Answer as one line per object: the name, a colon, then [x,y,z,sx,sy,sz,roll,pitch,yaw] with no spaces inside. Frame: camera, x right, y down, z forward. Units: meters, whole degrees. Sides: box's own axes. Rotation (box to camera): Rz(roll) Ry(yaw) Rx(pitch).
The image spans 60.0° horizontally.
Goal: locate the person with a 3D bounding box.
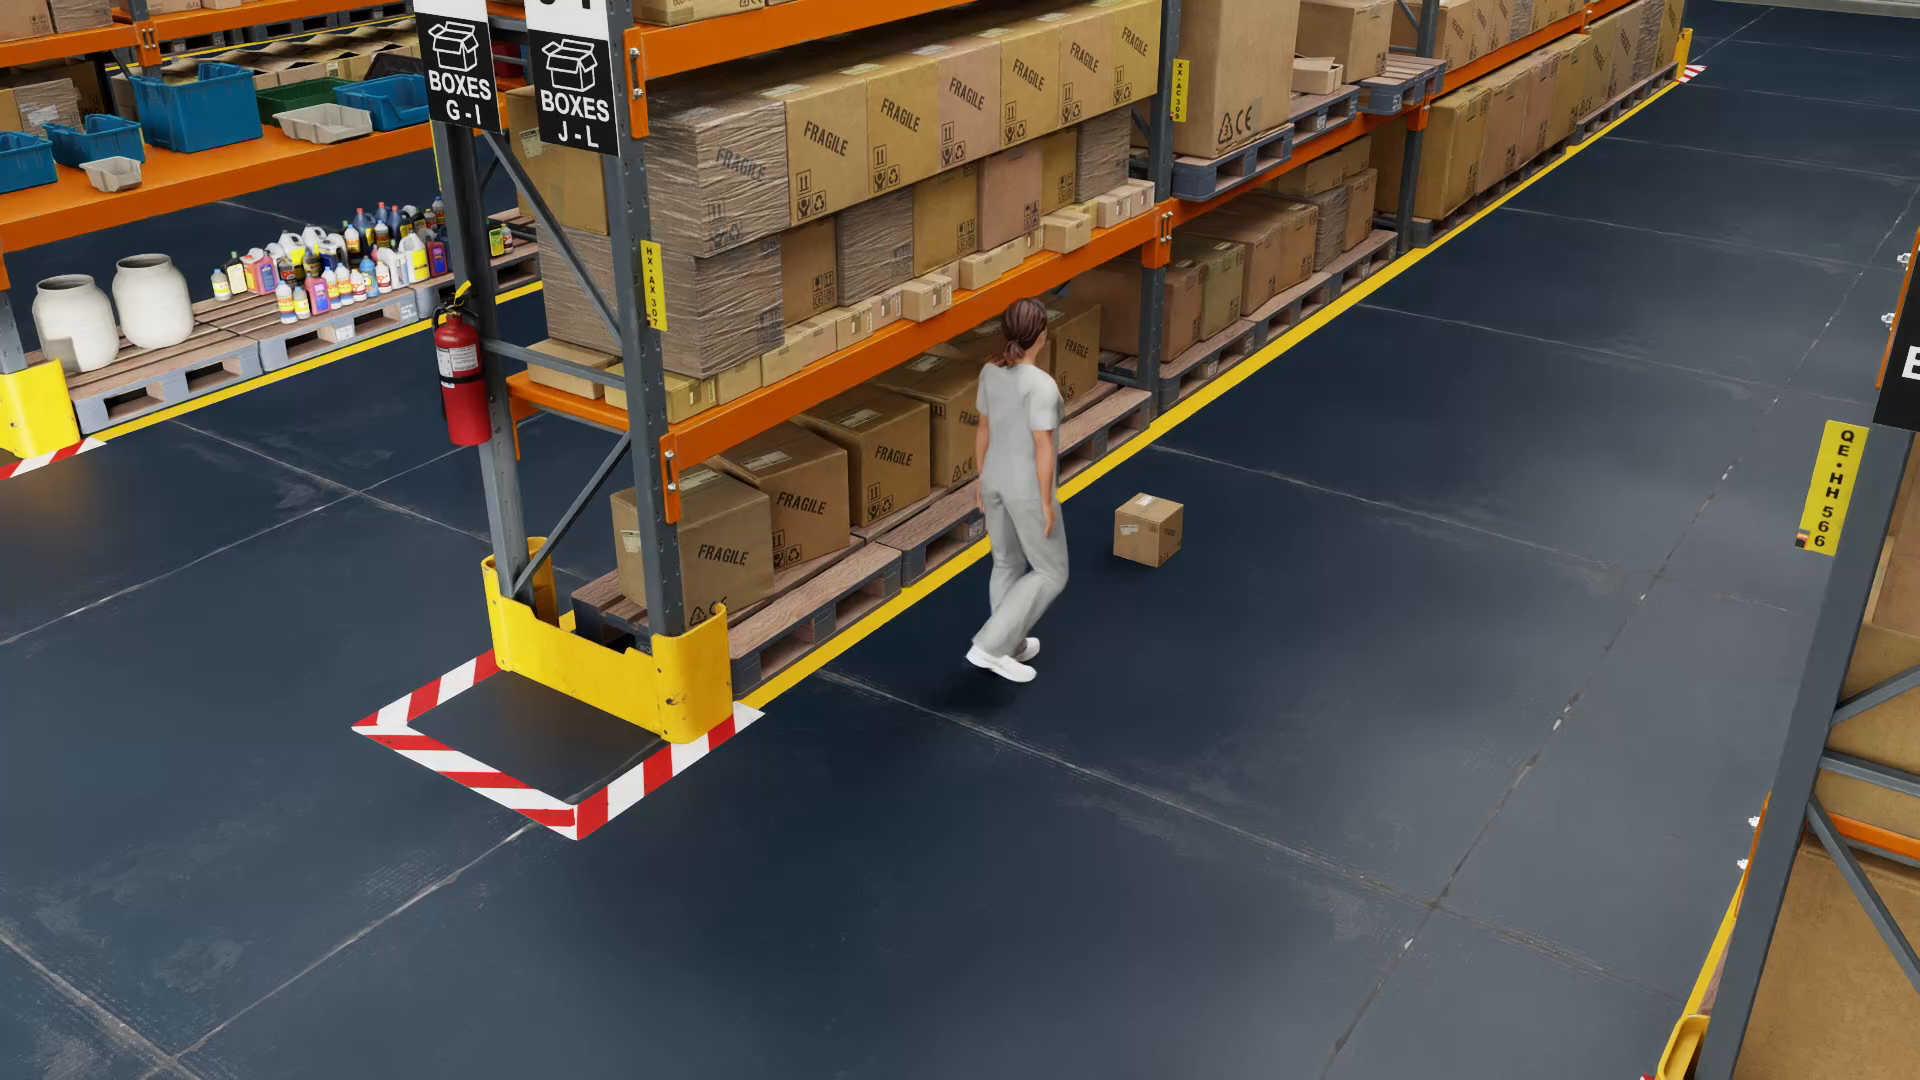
person: [0.199,-0.169,6.954,0.528,1.667,0.516,-21,34,-35]
